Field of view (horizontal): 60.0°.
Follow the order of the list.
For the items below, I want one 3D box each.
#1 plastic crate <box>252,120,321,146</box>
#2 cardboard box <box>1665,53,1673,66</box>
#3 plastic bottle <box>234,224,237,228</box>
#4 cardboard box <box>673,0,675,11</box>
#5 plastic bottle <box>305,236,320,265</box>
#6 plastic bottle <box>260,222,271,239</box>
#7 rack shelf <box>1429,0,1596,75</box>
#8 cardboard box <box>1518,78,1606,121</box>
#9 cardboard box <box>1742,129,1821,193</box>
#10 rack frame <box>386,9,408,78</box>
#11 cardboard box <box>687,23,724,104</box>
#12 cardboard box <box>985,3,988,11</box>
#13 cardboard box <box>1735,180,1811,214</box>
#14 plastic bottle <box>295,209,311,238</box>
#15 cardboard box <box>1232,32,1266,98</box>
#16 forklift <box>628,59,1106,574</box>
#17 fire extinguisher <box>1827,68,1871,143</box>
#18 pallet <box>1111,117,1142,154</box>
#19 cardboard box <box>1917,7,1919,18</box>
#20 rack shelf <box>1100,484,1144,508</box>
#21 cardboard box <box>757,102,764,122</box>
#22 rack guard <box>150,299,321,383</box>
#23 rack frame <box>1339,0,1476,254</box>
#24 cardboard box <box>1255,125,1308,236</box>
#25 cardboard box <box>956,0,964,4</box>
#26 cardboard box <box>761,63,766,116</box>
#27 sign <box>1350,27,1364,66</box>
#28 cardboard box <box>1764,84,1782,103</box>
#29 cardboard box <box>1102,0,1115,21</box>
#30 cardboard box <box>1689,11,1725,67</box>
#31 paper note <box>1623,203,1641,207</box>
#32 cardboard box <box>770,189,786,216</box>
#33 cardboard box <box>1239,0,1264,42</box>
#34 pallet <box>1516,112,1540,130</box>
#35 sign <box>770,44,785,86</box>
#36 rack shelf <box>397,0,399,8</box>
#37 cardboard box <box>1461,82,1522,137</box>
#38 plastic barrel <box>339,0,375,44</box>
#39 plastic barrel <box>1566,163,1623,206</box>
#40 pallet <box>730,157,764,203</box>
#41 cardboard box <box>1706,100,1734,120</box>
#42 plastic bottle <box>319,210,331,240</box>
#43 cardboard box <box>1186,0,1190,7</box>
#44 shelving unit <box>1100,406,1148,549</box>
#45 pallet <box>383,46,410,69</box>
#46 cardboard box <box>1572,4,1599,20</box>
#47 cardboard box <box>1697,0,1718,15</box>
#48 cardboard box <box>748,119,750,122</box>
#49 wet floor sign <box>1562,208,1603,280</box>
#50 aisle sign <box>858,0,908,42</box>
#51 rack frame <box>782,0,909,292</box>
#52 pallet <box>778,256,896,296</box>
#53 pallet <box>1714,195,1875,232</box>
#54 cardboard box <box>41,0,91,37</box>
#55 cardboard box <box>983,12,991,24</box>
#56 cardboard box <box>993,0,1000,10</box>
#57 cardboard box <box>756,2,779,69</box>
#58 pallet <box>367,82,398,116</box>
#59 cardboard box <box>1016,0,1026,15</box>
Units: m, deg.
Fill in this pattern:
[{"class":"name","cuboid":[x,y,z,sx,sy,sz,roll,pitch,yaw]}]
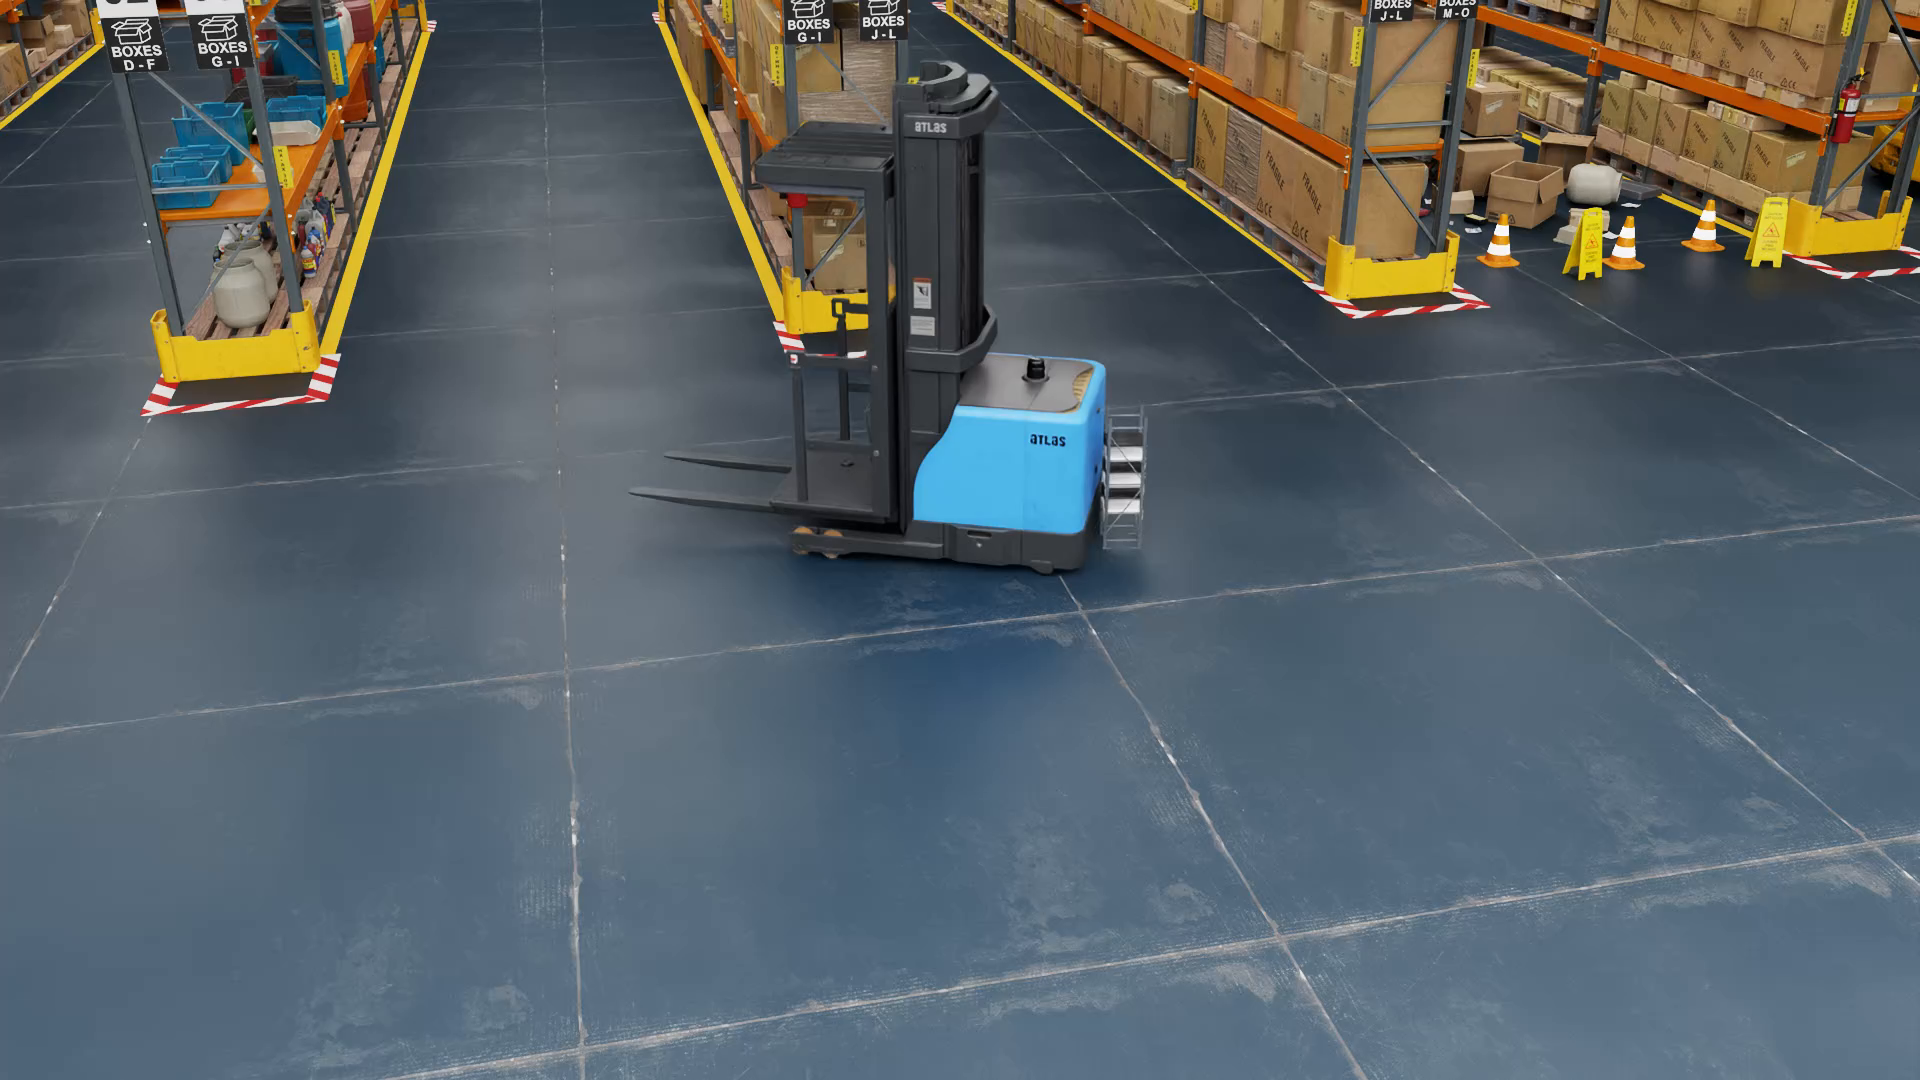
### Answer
[{"class":"plastic crate","cuboid":[-6.032,-3.642,14.929,0.530,0.136,0.437,-6,27,-12]},{"class":"cardboard box","cuboid":[7.904,-5.228,18.057,0.380,0.149,0.250,-6,27,-12]},{"class":"plastic bottle","cuboid":[-6.828,-2.874,15.642,0.061,0.283,0.133,-5,27,-9]},{"class":"cardboard box","cuboid":[-4.302,-9.184,27.508,0.875,0.875,0.875,-6,27,-12]},{"class":"plastic bottle","cuboid":[-5.926,-2.647,15.205,0.097,0.271,0.097,0,27,0]},{"class":"plastic bottle","cuboid":[-6.727,-3.079,15.972,0.144,0.351,0.185,-6,27,-12]},{"class":"rack shelf","cuboid":[7.385,-6.513,21.123,1.077,0.370,4.000,-6,27,-12]},{"class":"cardboard box","cuboid":[7.550,-5.516,20.799,0.950,0.372,0.625,-4,27,-8]},{"class":"cardboard box","cuboid":[8.303,-3.820,16.743,0.500,0.500,0.500,-6,27,-11]},{"class":"rack frame","cuboid":[-8.448,-7.959,23.189,1.000,3.000,0.127,-6,27,-12]},{"class":"cardboard box","cuboid":[-2.856,-6.250,21.695,1.225,0.875,0.875,-7,28,-14]},{"class":"cardboard box","cuboid":[0.623,-8.658,26.941,0.380,0.149,0.250,-7,28,-14]},{"class":"cardboard box","cuboid":[8.287,-3.498,16.937,0.500,0.250,0.500,-6,27,-12]},{"class":"plastic bottle","cuboid":[-6.314,-3.063,16.025,0.152,0.276,0.135,-6,27,-12]},{"class":"cardboard box","cuboid":[3.284,-4.827,16.818,0.875,0.550,0.550,-6,27,-12]},{"class":"forklift","cuboid":[-0.623,-1.426,10.323,3.031,2.935,1.130,5,27,11]},{"class":"fire extinguisher","cuboid":[8.314,-4.068,15.567,0.296,0.674,0.183,-6,27,-12]},{"class":"pallet","cuboid":[2.510,-5.032,20.485,1.003,0.211,1.213,-6,27,-12]},{"class":"cardboard box","cuboid":[12.302,-6.589,20.643,0.500,0.250,0.500,-5,27,-10]},{"class":"rack shelf","cuboid":[1.032,-0.281,10.582,0.258,0.077,0.200,-1,27,-1]},{"class":"cardboard box","cuboid":[-1.713,-4.055,15.735,0.380,0.149,0.250,-6,27,-12]},{"class":"rack guard","cuboid":[-5.806,-1.603,13.372,1.175,0.500,0.348,-6,27,-12]},{"class":"rack frame","cuboid":[3.937,-3.653,14.658,1.000,3.000,0.127,-6,27,-12]},{"class":"cardboard box","cuboid":[3.520,-3.569,16.384,0.875,0.875,0.875,-6,27,-12]},{"class":"cardboard box","cuboid":[0.138,-9.329,28.602,0.380,0.149,0.250,-5,27,-11]},{"class":"cardboard box","cuboid":[-1.315,-4.047,14.997,0.875,0.500,0.500,-6,27,-12]},{"class":"sign","cuboid":[3.405,-4.227,14.247,0.100,0.325,0.005,-6,27,-12]},{"class":"cardboard box","cuboid":[8.242,-4.445,16.506,0.380,0.149,0.250,-6,27,-12]},{"class":"cardboard box","cuboid":[2.090,-6.762,20.708,0.500,0.500,0.500,-6,27,-12]},{"class":"cardboard box","cuboid":[8.033,-5.252,17.386,0.500,0.500,0.500,-6,27,-11]},{"class":"paper note","cuboid":[7.201,-3.598,17.845,0.142,0.019,0.148,-16,31,-29]},{"class":"cardboard box","cuboid":[-1.632,-3.591,16.844,0.500,0.500,0.500,2,27,5]},{"class":"cardboard box","cuboid":[3.310,-5.312,16.580,0.875,0.550,0.550,-6,27,-12]},{"class":"pallet","cuboid":[7.380,-5.589,21.590,1.003,0.211,1.213,-6,27,-12]},{"class":"sign","cuboid":[-1.463,-3.804,13.322,0.100,0.325,0.005,-6,27,-12]},{"class":"rack shelf","cuboid":[-8.899,-8.516,25.091,1.077,0.370,4.000,-6,27,-12]},{"class":"cardboard box","cuboid":[6.108,-4.984,19.230,0.500,0.500,0.500,-6,27,-12]},{"class":"plastic barrel","cuboid":[-7.147,-6.090,19.337,0.600,0.536,0.708,-6,27,-12]},{"class":"plastic barrel","cuboid":[6.797,-3.803,17.815,0.512,0.421,0.421,13,30,24]},{"class":"pallet","cuboid":[-1.996,-4.046,18.533,1.003,0.211,1.213,-6,27,-12]},{"class":"cardboard box","cuboid":[8.043,-4.490,17.351,0.380,0.149,0.250,-5,27,-9]},{"class":"plastic bottle","cuboid":[-6.098,-3.025,15.942,0.061,0.283,0.133,-4,27,-8]},{"class":"cardboard box","cuboid":[2.918,-6.117,18.320,0.700,0.500,0.500,-6,27,-12]},{"class":"shelving unit","cuboid":[1.032,-0.392,10.527,0.258,0.900,0.210,-1,27,-1]},{"class":"pallet","cuboid":[-8.651,-7.033,24.449,1.003,0.211,1.213,-6,27,-12]},{"class":"cardboard box","cuboid":[7.451,-6.229,19.575,0.380,0.149,0.250,-6,27,-11]},{"class":"cardboard box","cuboid":[8.110,-5.695,17.154,0.700,0.500,0.500,-6,27,-12]},{"class":"cardboard box","cuboid":[-2.026,-4.513,18.649,0.700,0.500,0.500,-6,27,-12]},{"class":"wet floor sign","cuboid":[5.873,-2.790,15.562,0.267,0.644,0.232,-11,29,-20]},{"class":"aisle sign","cuboid":[-0.612,-4.357,13.169,0.394,0.787,0.004,-6,27,-12]},{"class":"rack frame","cuboid":[-0.918,-3.194,13.748,1.000,3.000,0.127,-6,27,-12]},{"class":"pallet","cuboid":[-1.084,-2.342,15.157,1.003,0.211,1.213,-6,27,-12]},{"class":"pallet","cuboid":[8.571,-3.349,17.150,1.003,0.211,1.213,-6,27,-12]},{"class":"cardboard box","cuboid":[-13.814,-8.080,25.716,0.500,0.500,0.500,-6,27,-12]},{"class":"cardboard box","cuboid":[0.579,-8.428,26.816,0.380,0.149,0.250,-6,27,-12]},{"class":"cardboard box","cuboid":[0.740,-8.448,26.196,0.380,0.149,0.250,-6,27,-12]},{"class":"cardboard box","cuboid":[-1.511,-4.472,14.731,0.500,0.500,0.500,-6,27,-12]},{"class":"pallet","cuboid":[-8.036,-5.834,22.075,1.003,0.211,1.213,-6,27,-12]},{"class":"cardboard box","cuboid":[1.142,-7.976,24.699,0.500,0.250,0.500,-7,28,-14]}]
